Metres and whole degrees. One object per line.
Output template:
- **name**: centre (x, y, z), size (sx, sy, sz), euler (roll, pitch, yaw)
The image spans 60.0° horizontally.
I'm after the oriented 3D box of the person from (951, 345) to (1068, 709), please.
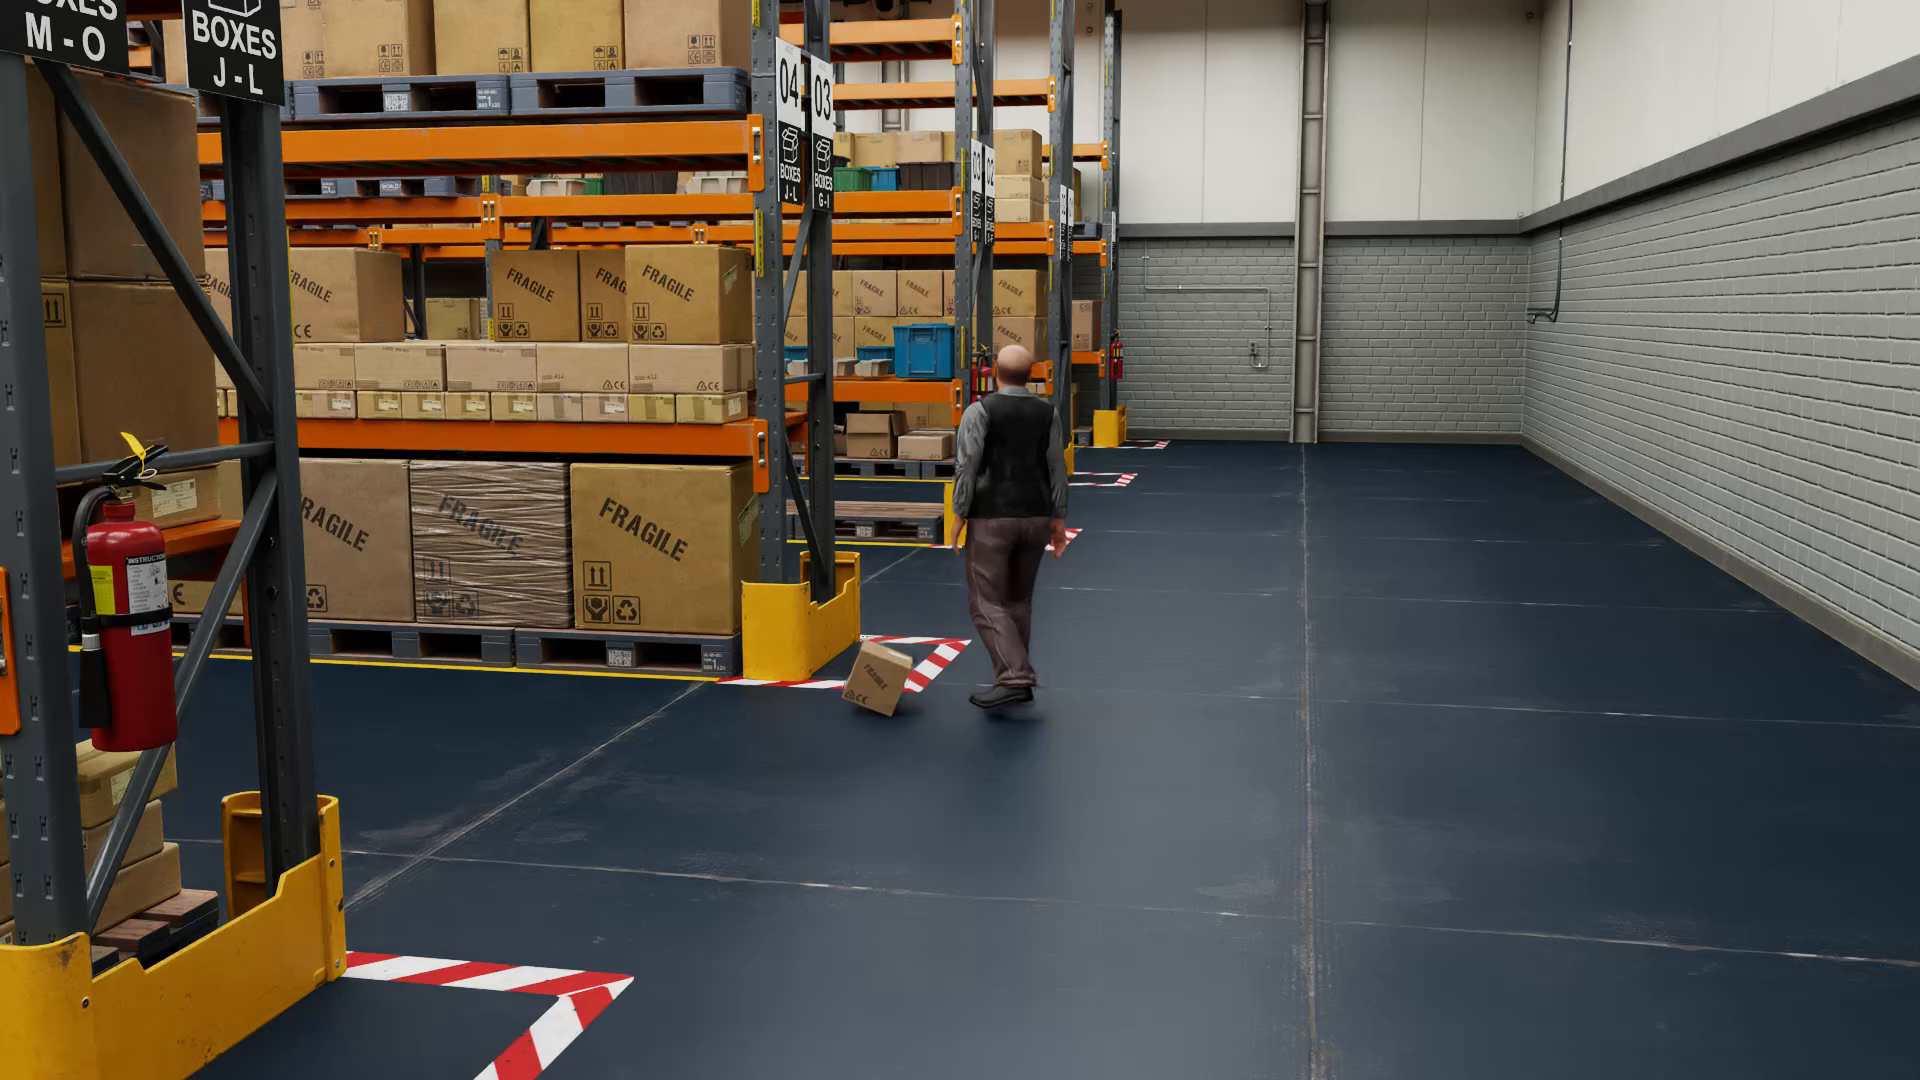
- **person**: centre (0.258, -0.017, 7.869), size (0.588, 1.622, 0.582), euler (-4, 9, -25)
